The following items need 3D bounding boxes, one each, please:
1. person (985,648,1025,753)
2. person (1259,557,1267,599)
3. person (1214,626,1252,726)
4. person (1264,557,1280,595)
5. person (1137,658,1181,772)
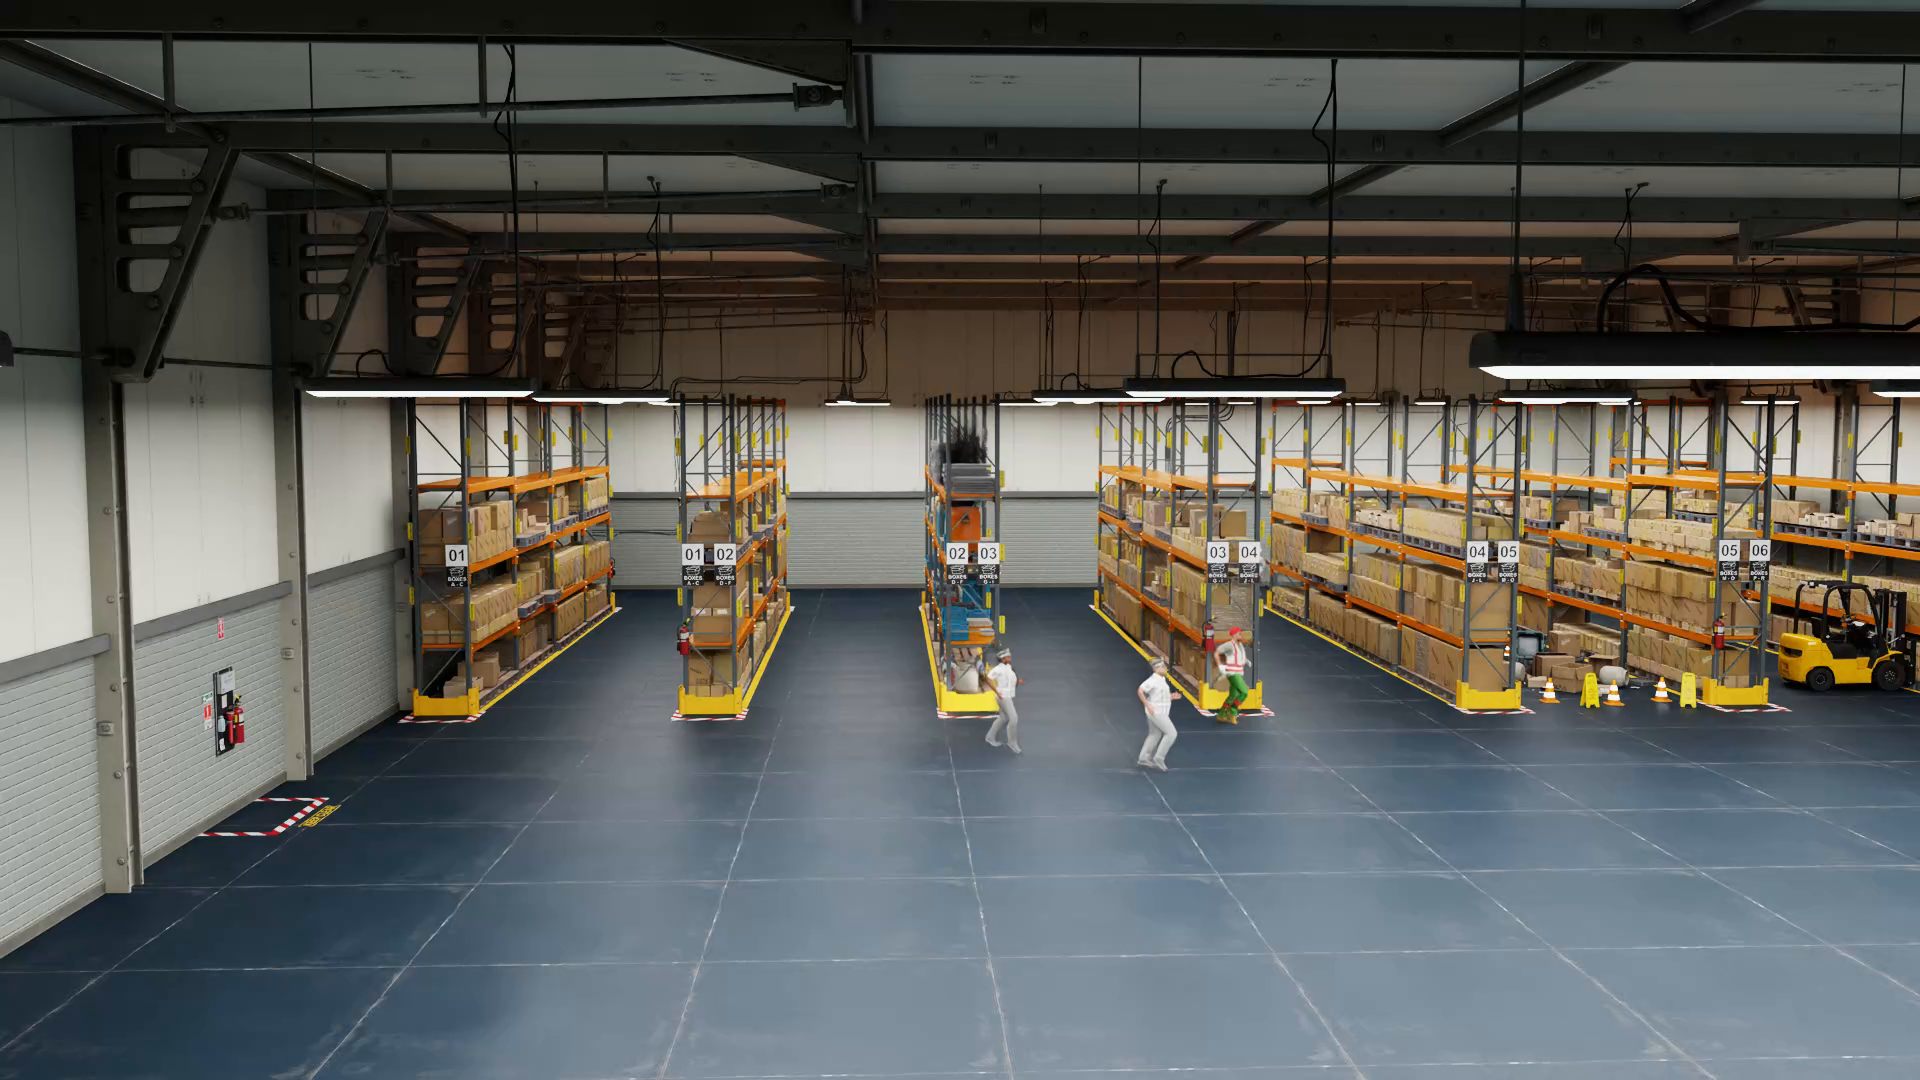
[{"bbox_3d":[0.740,2.680,27.803,0.725,1.749,0.558,2,5,19],"label":"person"},{"bbox_3d":[8.666,1.032,48.918,0.535,1.680,0.783,-1,5,-10],"label":"person"},{"bbox_3d":[5.002,2.458,30.220,0.631,1.769,0.687,3,5,32],"label":"person"},{"bbox_3d":[9.246,0.989,48.894,0.652,1.823,0.702,-1,5,-16],"label":"person"},{"bbox_3d":[3.162,2.762,26.370,0.694,1.811,0.646,1,5,12],"label":"person"}]
